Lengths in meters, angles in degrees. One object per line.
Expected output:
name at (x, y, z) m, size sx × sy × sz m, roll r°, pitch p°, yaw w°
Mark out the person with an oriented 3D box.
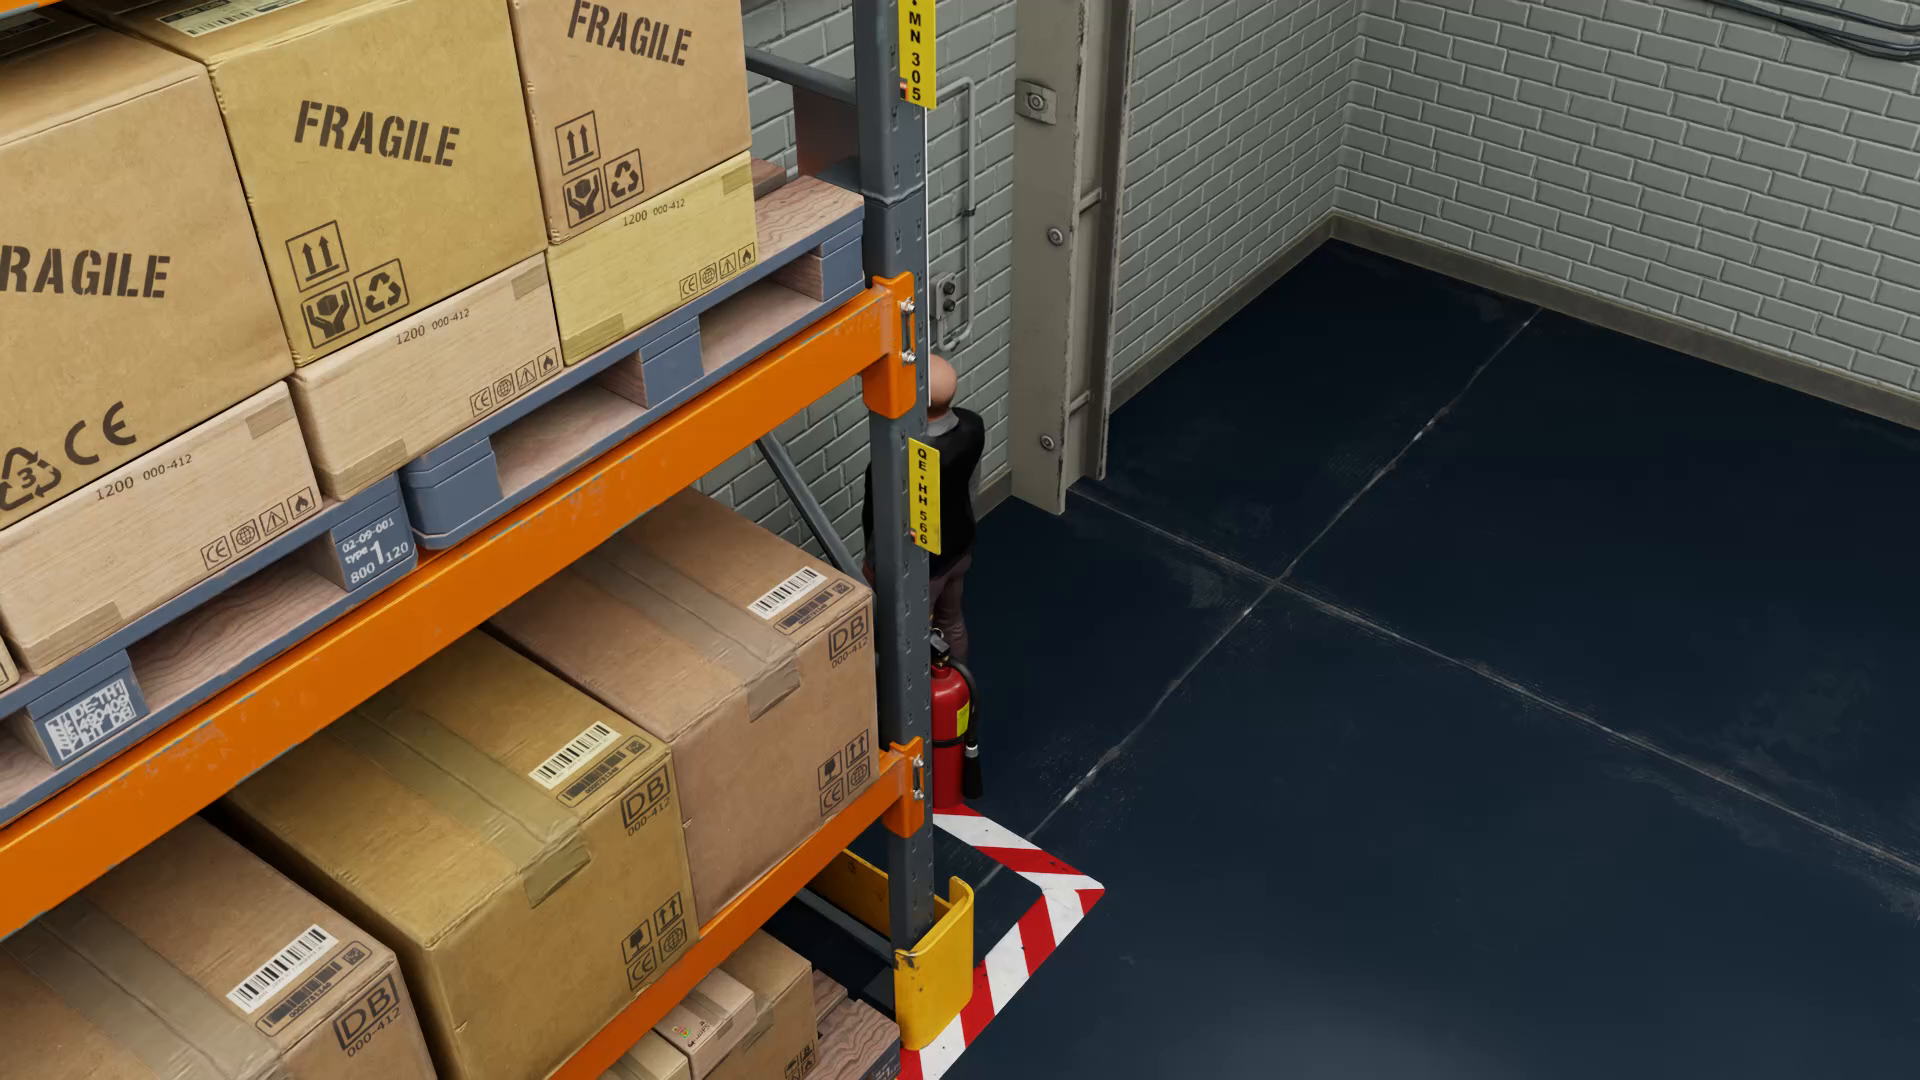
person at (-0.157, 0.083, 6.123) m, size 0.399 × 1.646 × 0.537 m, roll 24°, pitch 45°, yaw 27°
